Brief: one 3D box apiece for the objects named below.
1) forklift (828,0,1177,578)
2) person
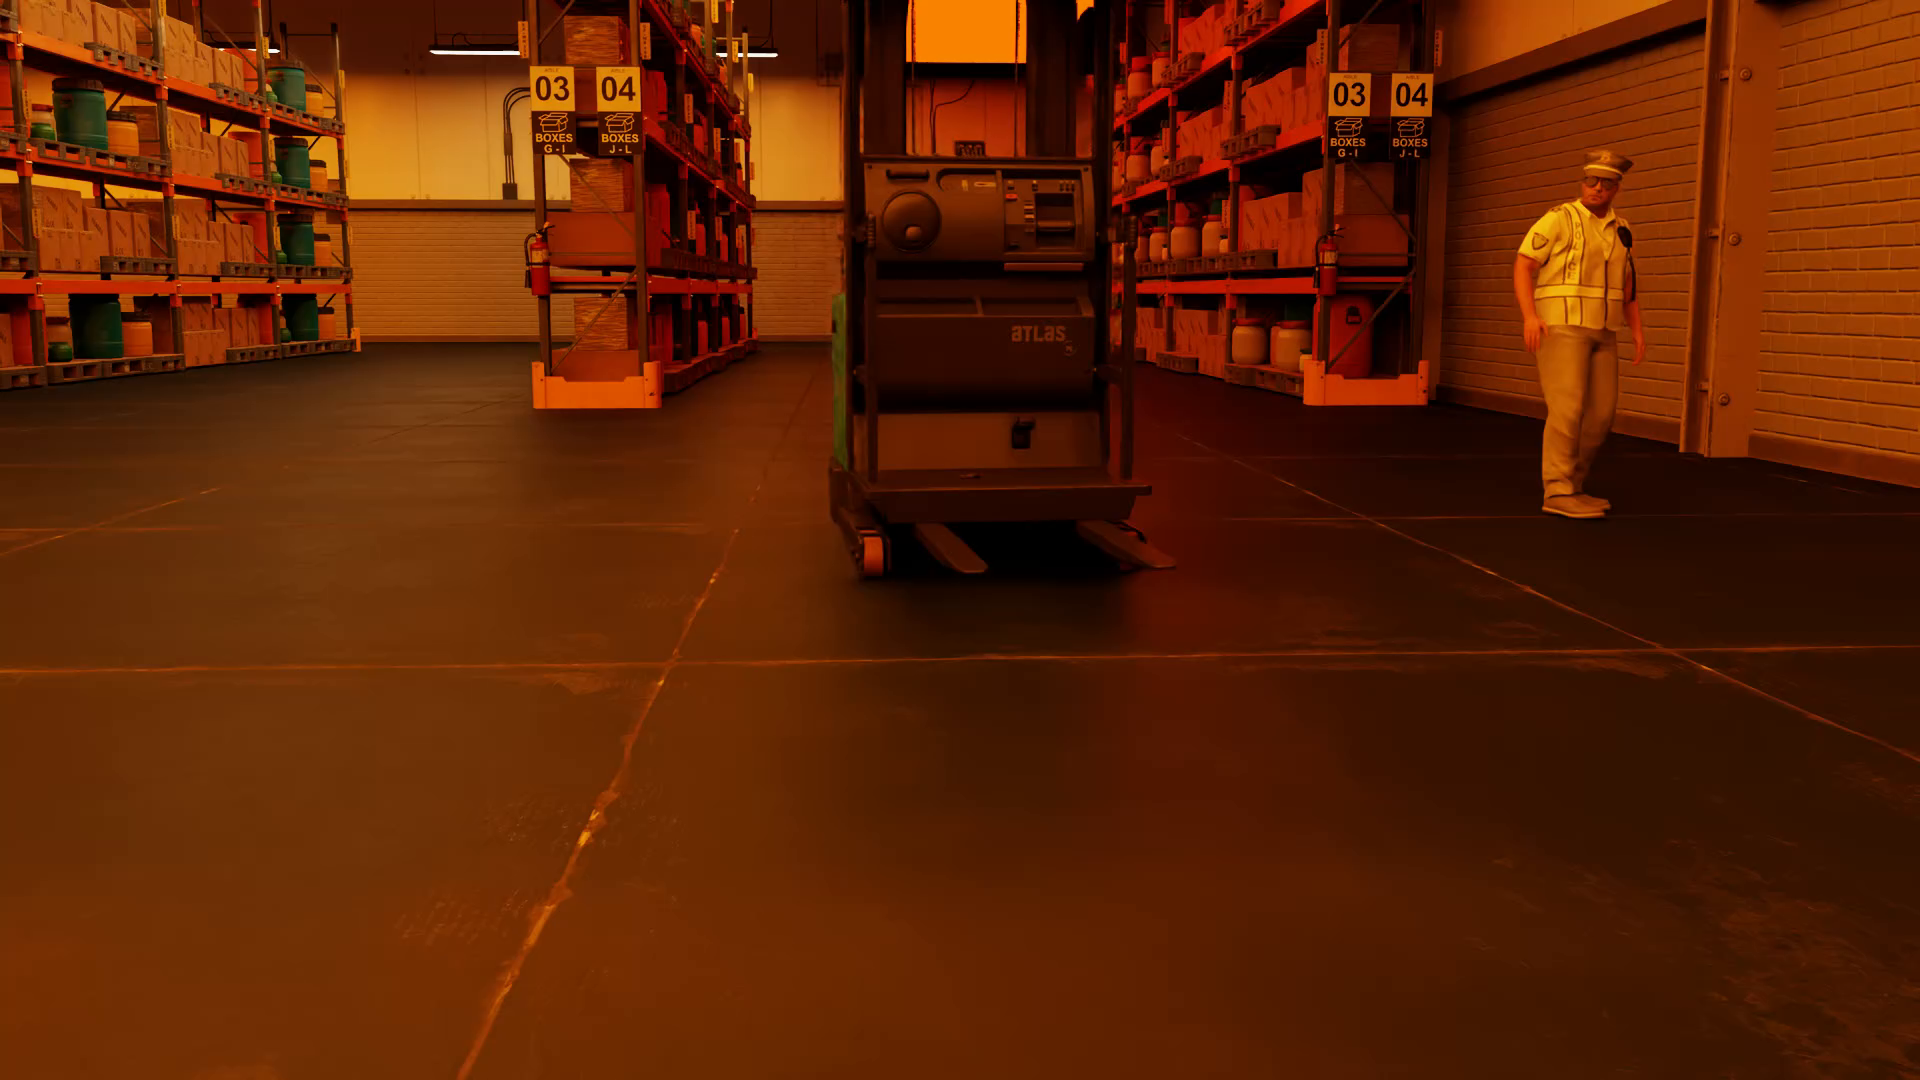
[{"bbox_3d":[0.115,-1.357,6.472,1.130,2.935,3.031,-1,9,-9],"label":"forklift"},{"bbox_3d":[3.072,-1.000,8.091,0.738,1.749,0.537,-4,9,-27],"label":"person"}]
